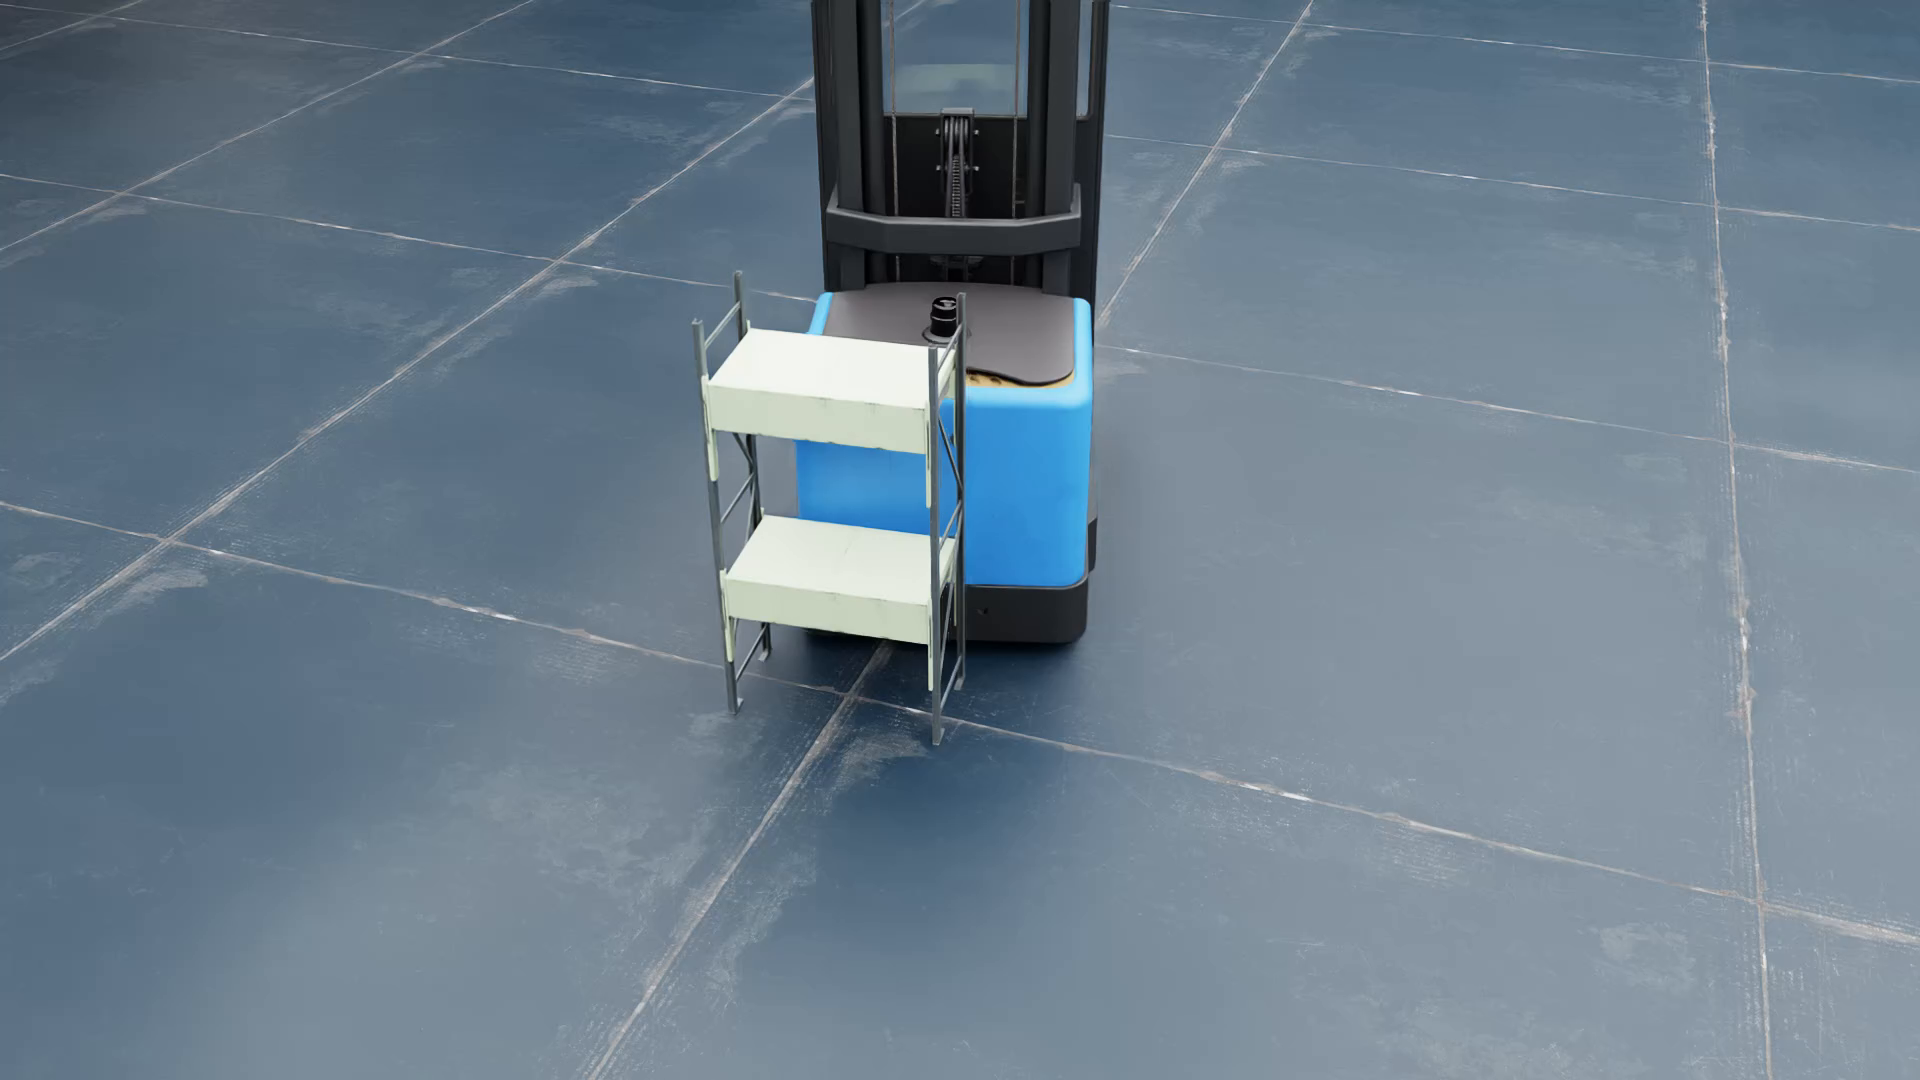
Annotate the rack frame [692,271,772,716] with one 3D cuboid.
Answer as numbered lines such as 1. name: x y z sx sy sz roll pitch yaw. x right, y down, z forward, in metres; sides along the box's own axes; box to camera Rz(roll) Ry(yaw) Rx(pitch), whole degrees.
1. rack frame: -0.750 -0.124 5.560 0.023 1.500 0.400 7 34 11

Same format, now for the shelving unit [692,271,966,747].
1. shelving unit: -0.394 -0.079 5.490 0.755 1.500 0.431 7 34 11

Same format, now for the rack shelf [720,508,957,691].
1. rack shelf: -0.394 0.195 5.667 0.720 0.370 0.431 7 34 11

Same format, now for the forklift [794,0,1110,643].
1. forklift: 0.015 -1.628 6.570 1.130 2.935 3.031 2 33 3

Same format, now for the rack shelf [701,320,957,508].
1. rack shelf: -0.394 -0.407 5.278 0.720 0.370 0.431 7 34 11

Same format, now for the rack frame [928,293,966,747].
1. rack frame: -0.038 -0.034 5.420 0.023 1.500 0.400 7 34 11
